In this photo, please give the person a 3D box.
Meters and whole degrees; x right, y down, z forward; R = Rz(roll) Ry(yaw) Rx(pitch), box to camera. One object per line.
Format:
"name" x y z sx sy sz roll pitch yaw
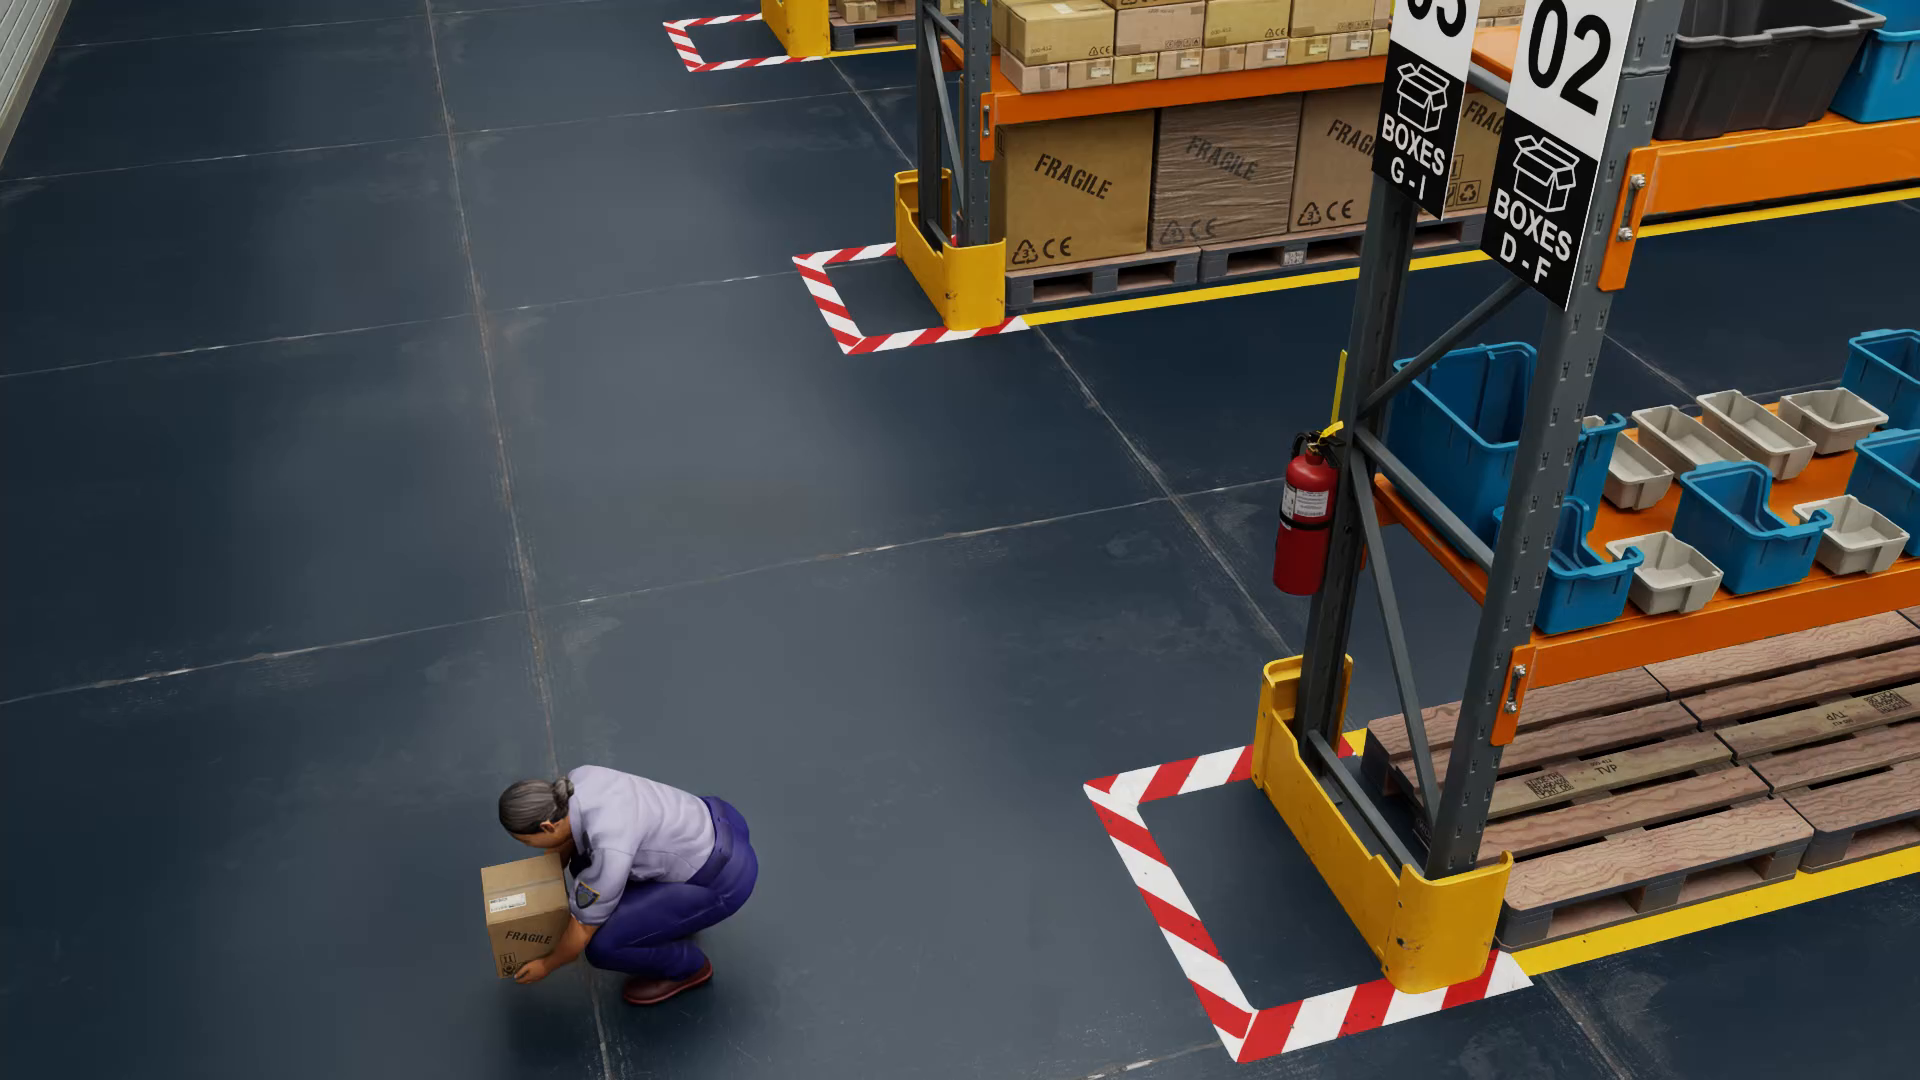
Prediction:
"person" -1.057 1.041 5.276 0.803 0.925 0.535 -10 35 -14
